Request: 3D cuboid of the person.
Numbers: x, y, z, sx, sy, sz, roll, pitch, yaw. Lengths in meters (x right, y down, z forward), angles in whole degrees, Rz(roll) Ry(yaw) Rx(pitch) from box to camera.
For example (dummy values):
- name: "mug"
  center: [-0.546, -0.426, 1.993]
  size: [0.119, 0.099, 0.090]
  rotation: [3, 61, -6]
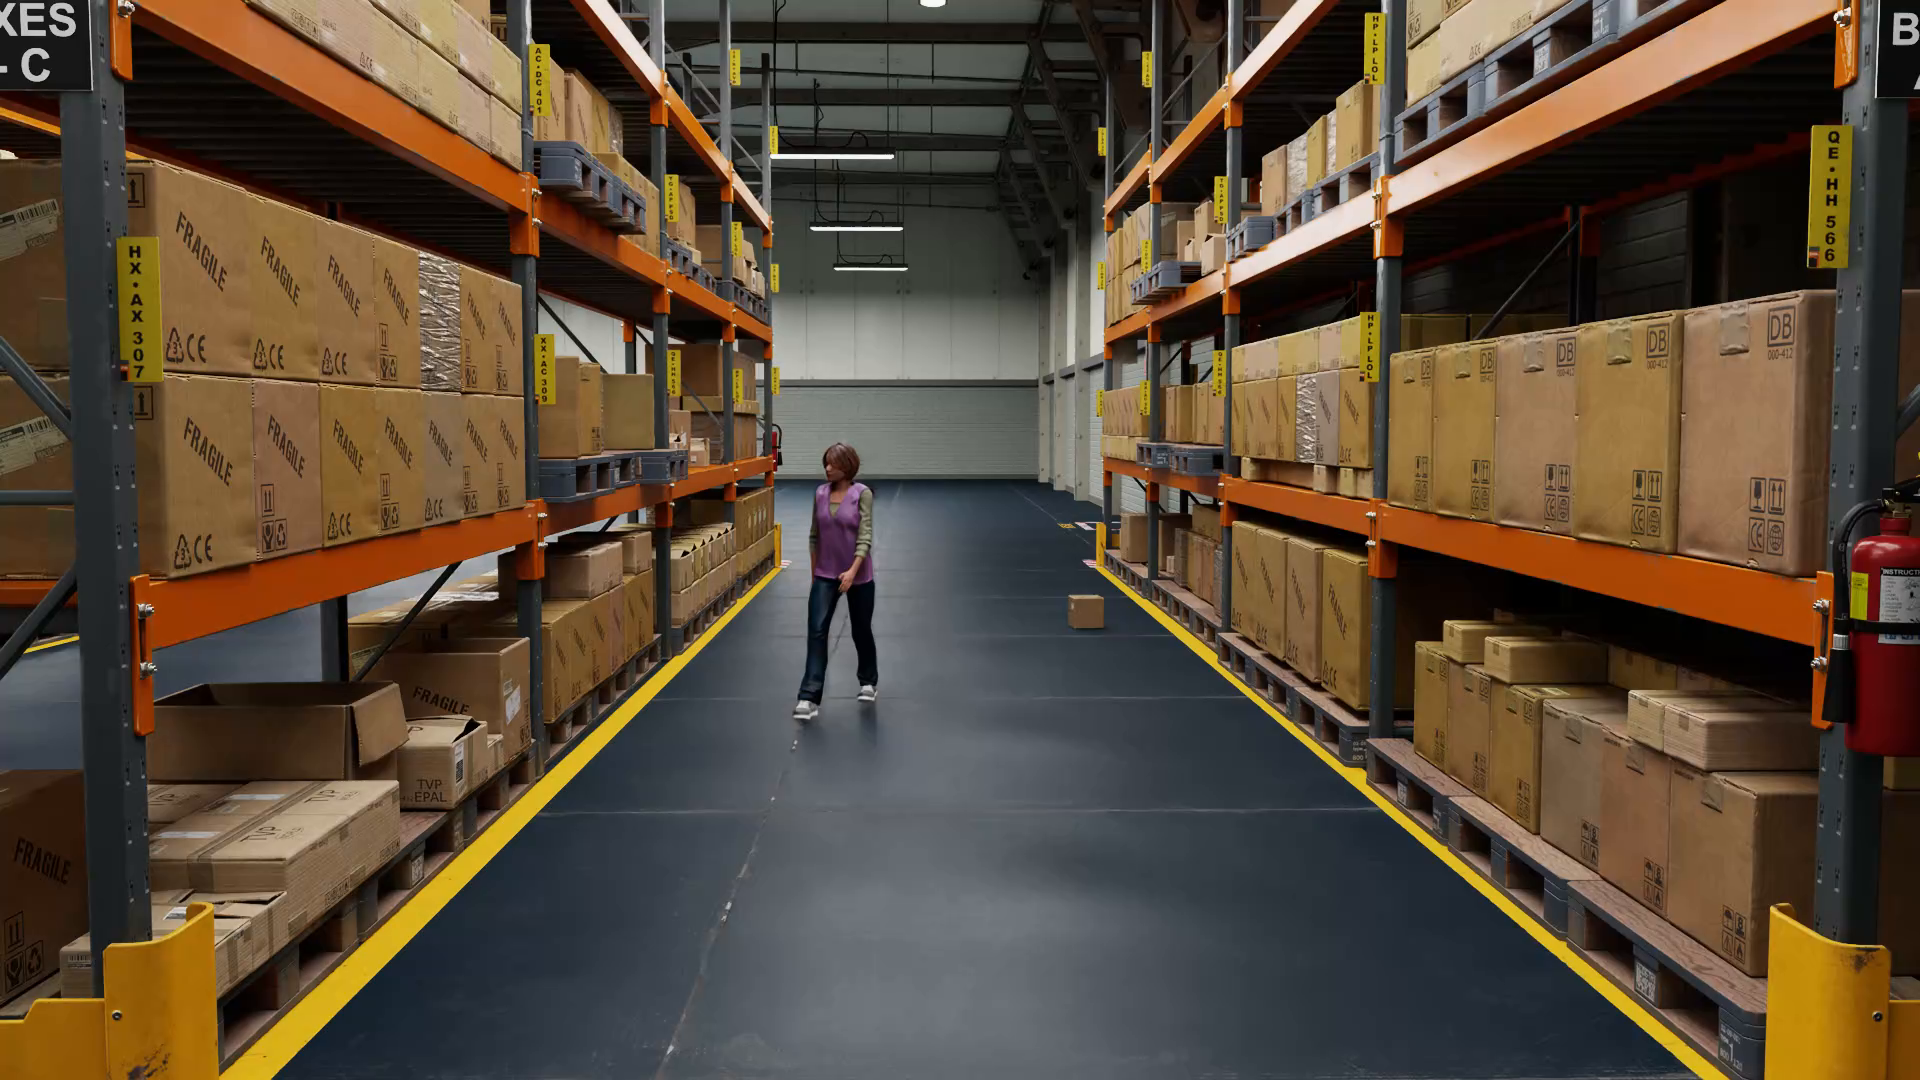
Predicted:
- name: "person"
  center: [-0.696, 0.211, 9.519]
  size: [0.429, 1.535, 0.942]
  rotation: [1, 4, 13]
